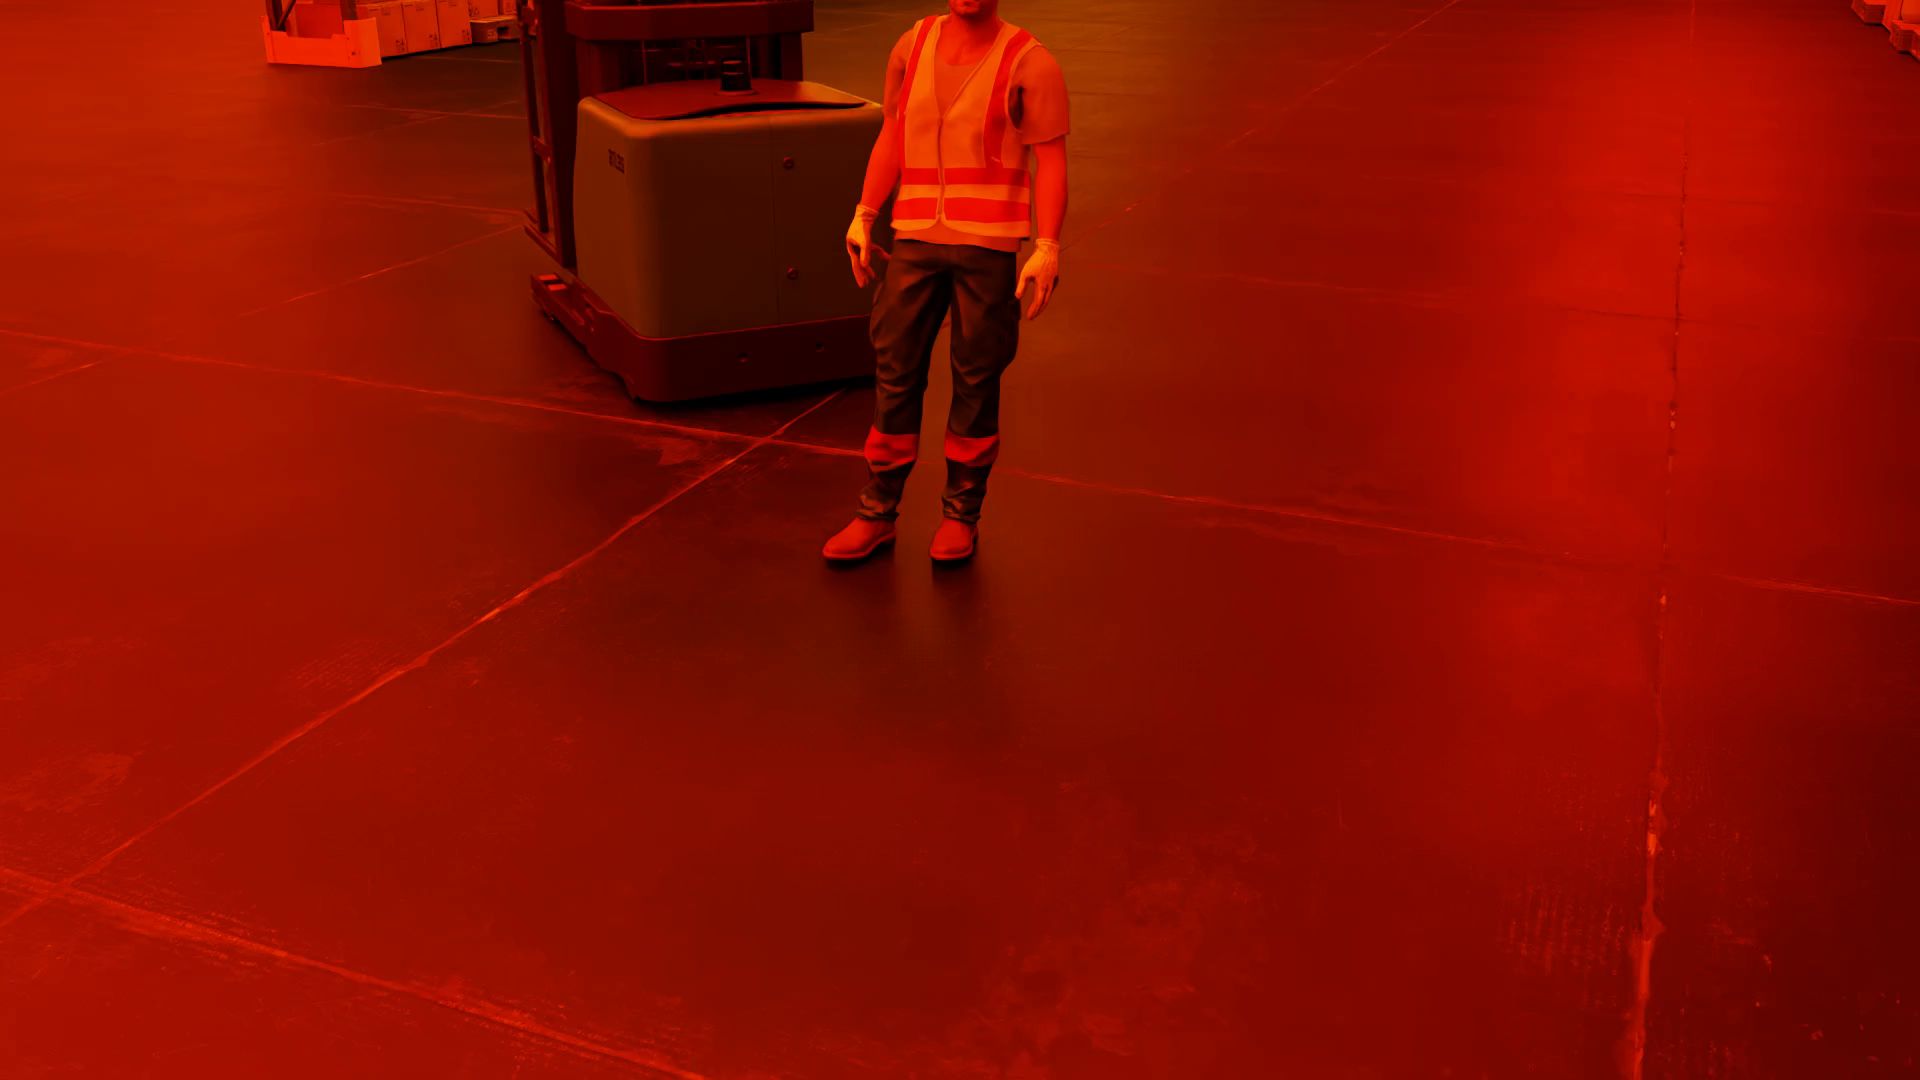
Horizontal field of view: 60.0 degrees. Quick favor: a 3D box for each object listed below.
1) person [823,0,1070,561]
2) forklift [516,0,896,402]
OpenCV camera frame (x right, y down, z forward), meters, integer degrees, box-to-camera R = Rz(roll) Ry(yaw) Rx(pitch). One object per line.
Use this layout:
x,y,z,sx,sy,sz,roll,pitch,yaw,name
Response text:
-0.042,-0.805,4.680,0.637,1.790,0.562,9,24,21,person
-1.309,-2.394,7.019,1.130,2.935,3.031,-10,25,-23,forklift
